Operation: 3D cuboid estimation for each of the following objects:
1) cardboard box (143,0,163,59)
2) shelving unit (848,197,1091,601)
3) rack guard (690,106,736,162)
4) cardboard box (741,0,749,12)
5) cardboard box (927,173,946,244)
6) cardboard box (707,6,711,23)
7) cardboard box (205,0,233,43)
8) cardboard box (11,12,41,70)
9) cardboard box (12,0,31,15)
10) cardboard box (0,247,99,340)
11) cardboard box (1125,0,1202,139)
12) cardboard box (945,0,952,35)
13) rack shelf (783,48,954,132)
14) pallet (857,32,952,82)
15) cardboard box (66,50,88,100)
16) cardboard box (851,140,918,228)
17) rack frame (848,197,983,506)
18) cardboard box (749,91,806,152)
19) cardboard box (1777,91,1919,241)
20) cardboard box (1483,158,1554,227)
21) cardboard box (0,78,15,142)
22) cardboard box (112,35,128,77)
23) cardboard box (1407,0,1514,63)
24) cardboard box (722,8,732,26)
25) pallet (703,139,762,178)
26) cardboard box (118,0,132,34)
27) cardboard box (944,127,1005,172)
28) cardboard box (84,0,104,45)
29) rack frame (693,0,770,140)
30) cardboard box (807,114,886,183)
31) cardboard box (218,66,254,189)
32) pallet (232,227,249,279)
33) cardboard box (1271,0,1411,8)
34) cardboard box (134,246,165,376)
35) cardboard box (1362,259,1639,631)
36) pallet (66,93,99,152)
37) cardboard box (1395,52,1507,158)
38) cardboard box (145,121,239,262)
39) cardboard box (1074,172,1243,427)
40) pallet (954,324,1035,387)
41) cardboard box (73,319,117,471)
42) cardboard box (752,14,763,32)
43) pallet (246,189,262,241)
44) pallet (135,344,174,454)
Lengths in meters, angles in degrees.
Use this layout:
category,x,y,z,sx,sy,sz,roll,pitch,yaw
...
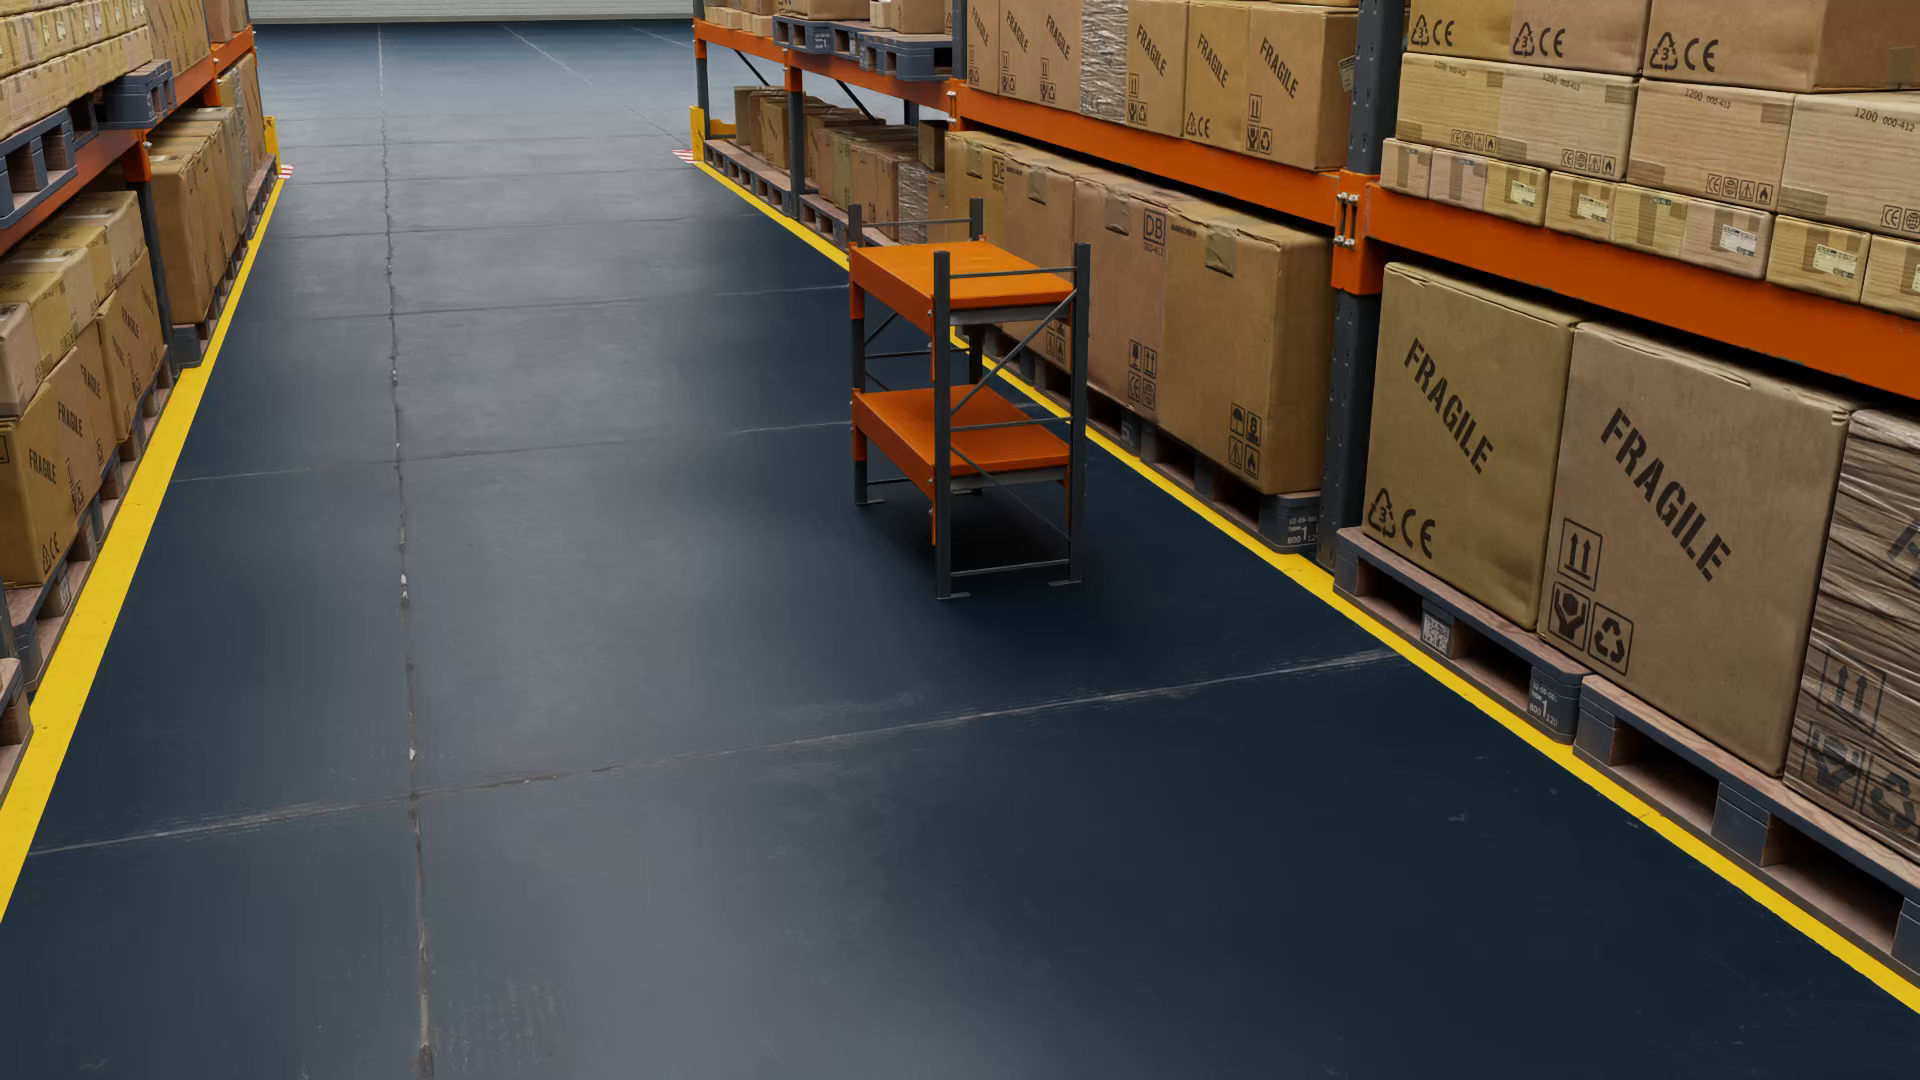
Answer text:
category,x,y,z,sx,sy,sz,roll,pitch,yaw
cardboard box,-4.337,-2.535,8.389,0.500,0.500,0.500,-7,21,-18
shelving unit,0.002,-0.527,5.720,0.538,1.125,1.048,-6,21,-17
rack guard,-2.039,-4.013,16.351,1.175,0.500,0.348,-6,21,-17
cardboard box,-1.383,-4.747,14.108,0.875,0.500,0.500,-6,21,-17
cardboard box,0.222,-1.890,9.789,0.700,0.500,0.500,-8,21,-20
cardboard box,-2.140,-4.897,15.484,0.380,0.149,0.250,-6,21,-17
cardboard box,-5.926,-3.984,12.348,0.875,0.550,0.550,-6,21,-17
cardboard box,-2.884,-1.429,4.769,0.380,0.149,0.250,-6,21,-16
cardboard box,-2.891,-1.575,4.734,0.380,0.149,0.250,-6,21,-17
cardboard box,-3.339,-0.843,5.793,0.500,0.250,0.500,-6,20,-15
cardboard box,0.982,-1.858,6.504,0.500,0.500,0.500,-7,21,-18
cardboard box,0.243,-3.061,9.231,0.500,0.500,0.500,-9,22,-24
rack shelf,-0.178,-2.950,10.757,1.077,0.370,4.000,-6,21,-17
pallet,0.126,-2.774,9.486,1.213,0.211,1.003,-6,21,-17
cardboard box,-3.135,-1.542,5.522,0.380,0.149,0.250,-7,21,-18
cardboard box,-0.325,-2.427,11.284,0.700,0.500,0.500,-8,21,-22
rack frame,-0.158,-0.690,6.174,0.500,1.125,0.032,-6,21,-17
cardboard box,-1.663,-3.845,15.261,0.500,0.500,0.500,-1,20,-3
cardboard box,2.075,-0.769,3.403,0.500,0.250,0.500,-6,21,-17
cardboard box,1.652,-0.946,4.485,0.380,0.149,0.250,-6,21,-15
cardboard box,-2.719,-1.123,4.357,0.380,0.149,0.250,-7,21,-20
cardboard box,-3.465,-1.880,6.463,0.380,0.149,0.250,-7,21,-18
cardboard box,1.616,-1.605,4.620,0.500,0.500,0.500,-6,21,-17
cardboard box,-1.905,-4.656,14.814,0.380,0.149,0.250,-6,21,-17
pallet,-1.818,-3.613,15.663,1.003,0.211,1.213,-6,21,-17
cardboard box,-3.531,-2.092,6.614,0.380,0.149,0.250,-6,21,-16
cardboard box,0.212,-2.242,9.660,0.500,0.250,0.500,-6,20,-15
cardboard box,-3.294,-1.848,5.934,0.380,0.149,0.250,-6,21,-16
rack frame,-2.063,-5.214,15.996,1.000,3.000,0.127,-6,21,-17
cardboard box,-0.894,-3.084,13.143,0.500,0.500,0.500,-7,21,-19
cardboard box,-5.965,-3.132,12.720,0.875,0.875,0.875,-6,21,-17
pallet,-5.232,-1.884,10.850,1.003,0.211,1.213,-6,21,-17
cardboard box,1.500,-2.087,5.657,0.797,0.503,0.637,-7,21,-19
cardboard box,-3.834,-0.990,7.313,0.500,0.500,0.500,-6,21,-17
cardboard box,1.840,-0.341,4.950,0.875,0.875,0.875,-6,21,-17
pallet,-3.628,-1.431,5.748,1.003,0.211,1.213,-6,21,-17
cardboard box,1.607,-1.254,4.753,0.500,0.250,0.500,-7,21,-18
cardboard box,-4.966,-2.075,9.964,1.050,0.750,0.750,-6,21,-17
cardboard box,1.207,-1.051,6.927,1.225,0.875,0.875,-7,21,-19
pallet,0.627,-1.074,8.593,1.003,0.211,1.213,-6,21,-17
cardboard box,-3.358,-0.492,5.924,0.500,0.500,0.500,-6,21,-16
cardboard box,-1.499,-4.257,13.701,0.380,0.149,0.250,-6,21,-17
pallet,-5.711,-2.376,12.219,1.003,0.211,1.213,-6,21,-17
pallet,-4.045,-0.589,7.244,1.003,0.211,1.213,-6,21,-17
